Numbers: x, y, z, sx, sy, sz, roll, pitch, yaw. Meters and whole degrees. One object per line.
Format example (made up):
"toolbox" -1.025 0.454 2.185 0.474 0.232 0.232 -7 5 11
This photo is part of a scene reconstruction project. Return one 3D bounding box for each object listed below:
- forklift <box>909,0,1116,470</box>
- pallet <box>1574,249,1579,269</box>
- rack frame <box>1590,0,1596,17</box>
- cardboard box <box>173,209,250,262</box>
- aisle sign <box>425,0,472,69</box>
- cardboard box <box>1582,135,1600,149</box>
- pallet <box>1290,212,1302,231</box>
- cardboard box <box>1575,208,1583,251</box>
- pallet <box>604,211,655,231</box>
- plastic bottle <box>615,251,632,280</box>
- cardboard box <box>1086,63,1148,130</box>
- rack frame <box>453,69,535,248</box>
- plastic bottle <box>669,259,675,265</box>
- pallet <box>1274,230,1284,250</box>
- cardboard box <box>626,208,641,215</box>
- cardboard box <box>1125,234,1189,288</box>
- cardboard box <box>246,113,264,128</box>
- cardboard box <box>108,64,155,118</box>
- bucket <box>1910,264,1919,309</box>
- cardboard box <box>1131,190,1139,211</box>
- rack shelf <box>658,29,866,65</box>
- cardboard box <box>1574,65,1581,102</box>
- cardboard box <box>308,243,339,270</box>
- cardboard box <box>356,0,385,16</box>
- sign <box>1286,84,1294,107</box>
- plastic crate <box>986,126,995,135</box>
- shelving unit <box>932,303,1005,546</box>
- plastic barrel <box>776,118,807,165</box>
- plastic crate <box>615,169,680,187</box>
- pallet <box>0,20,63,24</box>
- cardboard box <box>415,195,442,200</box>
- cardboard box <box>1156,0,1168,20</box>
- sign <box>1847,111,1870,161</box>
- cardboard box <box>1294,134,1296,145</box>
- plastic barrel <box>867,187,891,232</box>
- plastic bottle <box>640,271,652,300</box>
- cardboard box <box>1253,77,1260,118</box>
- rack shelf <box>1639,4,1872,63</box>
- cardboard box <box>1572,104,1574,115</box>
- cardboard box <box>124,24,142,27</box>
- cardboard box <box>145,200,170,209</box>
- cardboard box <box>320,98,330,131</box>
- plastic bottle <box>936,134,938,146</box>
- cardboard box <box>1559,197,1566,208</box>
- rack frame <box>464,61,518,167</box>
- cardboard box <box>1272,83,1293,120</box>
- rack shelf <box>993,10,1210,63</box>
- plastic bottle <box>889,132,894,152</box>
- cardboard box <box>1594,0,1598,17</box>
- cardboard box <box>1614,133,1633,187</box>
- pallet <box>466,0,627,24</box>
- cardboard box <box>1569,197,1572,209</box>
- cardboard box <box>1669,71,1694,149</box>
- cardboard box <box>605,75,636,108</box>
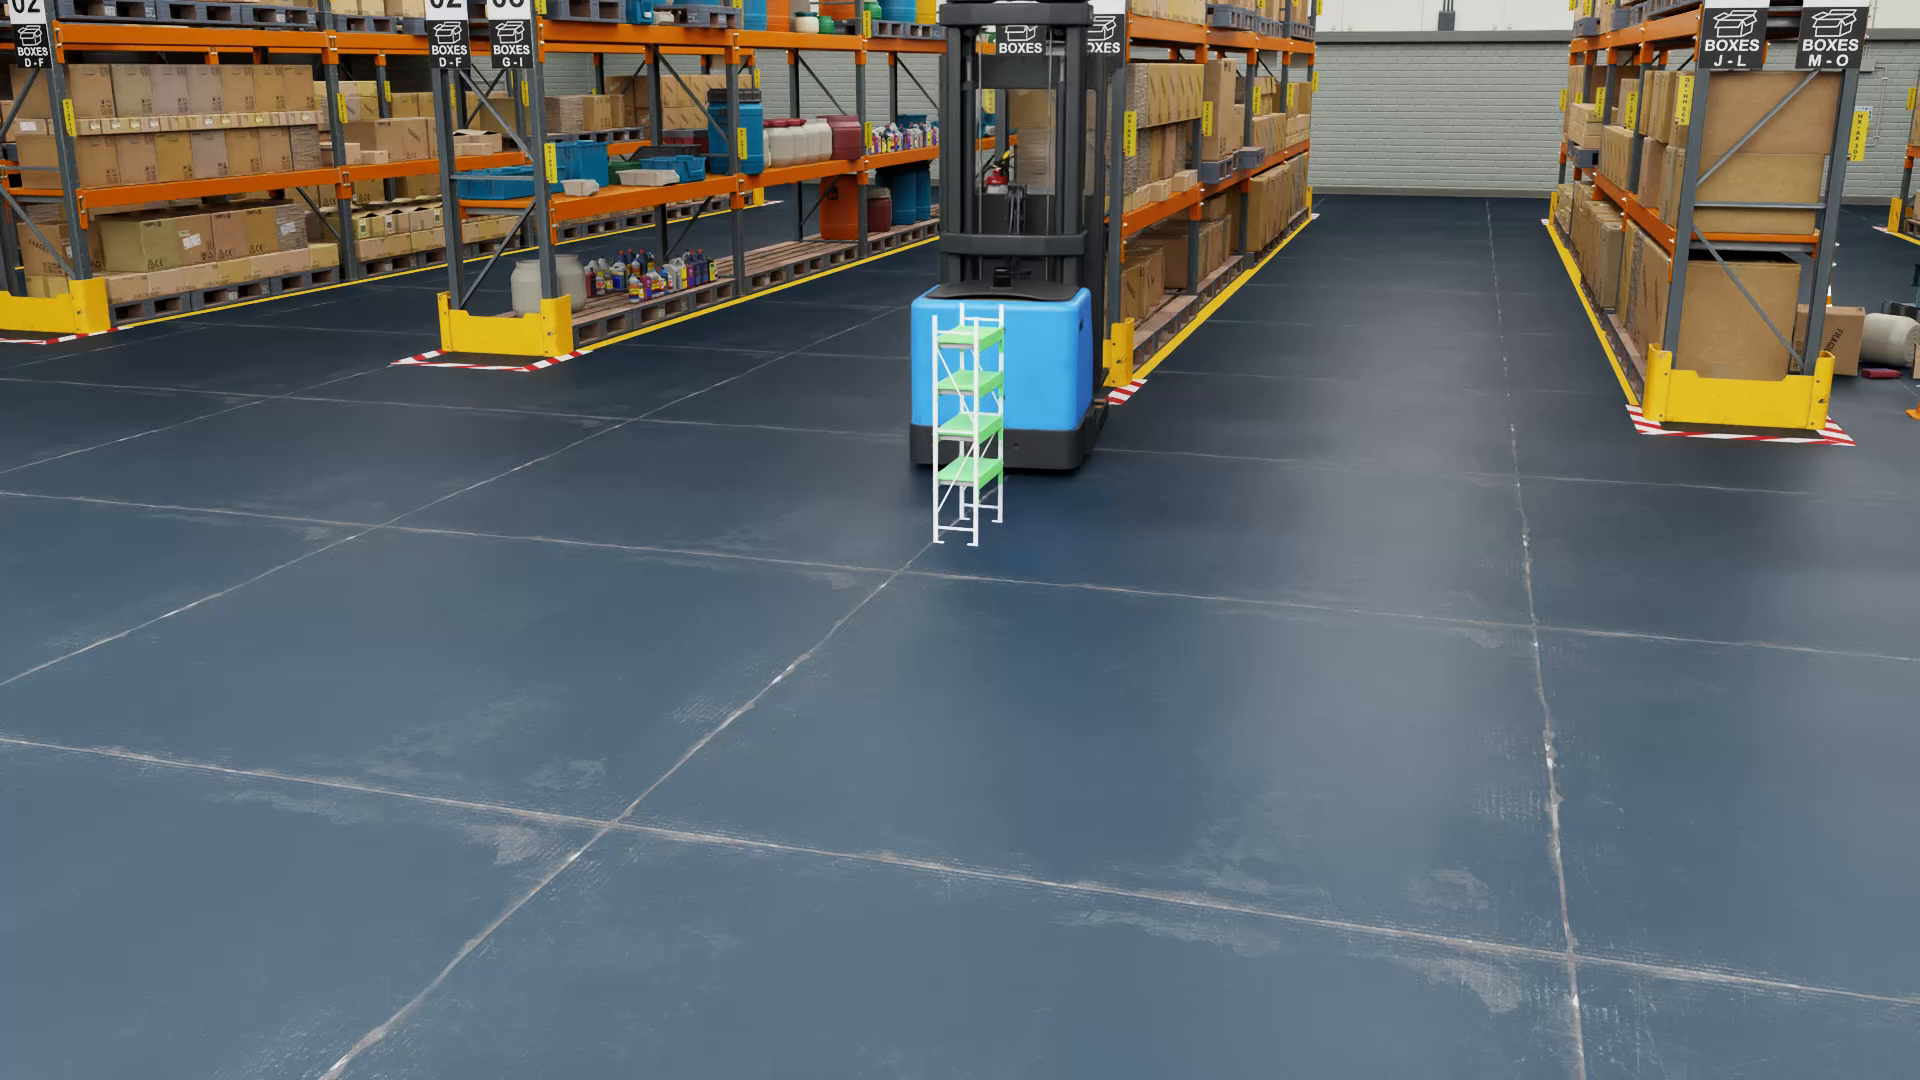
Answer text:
"forklift" 0.448 -2.193 11.191 1.130 2.935 3.031 3 16 9
"pallet" 8.338 -3.573 21.040 1.003 0.211 1.213 5 16 16
"rack frame" 8.902 -8.325 21.689 1.000 3.000 0.127 5 16 16
"cardboard box" -7.937 -3.235 17.632 0.500 0.500 0.500 5 16 16
"aisle sign" -4.289 -4.349 13.902 0.394 0.787 0.004 5 16 16
"cardboard box" 7.465 -4.638 19.375 0.380 0.149 0.250 5 17 17
"pallet" 4.811 -5.021 26.146 1.003 0.211 1.213 5 16 16
"cardboard box" 7.988 -3.859 20.750 0.500 0.500 0.500 4 16 13
"pallet" -5.516 -5.062 26.288 1.003 0.211 1.213 5 16 16
"plastic bottle" -3.528 -2.850 17.428 0.144 0.351 0.185 4 16 14
"cardboard box" 1.183 -3.505 13.130 0.500 0.500 0.500 5 16 16
"rack frame" -6.458 -5.572 22.979 1.000 3.000 0.127 5 16 16
"plastic bottle" -2.957 -2.806 17.411 0.152 0.276 0.135 5 16 16
"pallet" 4.028 -4.301 23.605 1.003 0.211 1.213 5 16 16
"cardboard box" -5.335 -5.348 25.962 0.500 0.500 0.500 5 16 16
"cardboard box" 2.097 -2.925 17.419 0.700 0.500 0.500 3 16 12
"cardboard box" -7.758 -4.532 17.940 0.380 0.149 0.250 5 16 16
"cardboard box" -8.427 -4.425 16.372 0.700 0.500 0.500 4 16 14
"bucket" 8.801 -2.288 14.612 0.726 0.611 0.620 11 9 35
"cardboard box" 1.250 -2.774 13.572 0.380 0.149 0.250 5 16 16
"rack shelf" -2.278 -5.761 19.465 1.077 0.370 4.000 5 16 16
"cardboard box" 8.918 -6.391 23.302 0.500 0.500 0.500 4 16 14
"cardboard box" -7.517 -3.267 19.120 0.500 0.250 0.500 5 16 16
"cardboard box" -7.257 -6.403 19.916 0.500 0.250 0.500 3 16 10
"sign" 4.698 -6.329 23.670 0.100 0.325 0.005 5 16 16
"plastic crate" 0.409 -6.880 27.963 0.396 0.136 0.243 5 16 16
"shelving unit" 0.047 -0.621 8.818 0.258 1.200 0.503 5 16 16
"plastic barrel" -2.033 -4.745 19.811 0.433 0.535 0.433 0 16 0
"plastic crate" -3.065 -3.570 16.401 0.530 0.136 0.437 5 16 16
"pallet" -12.068 -6.415 20.797 1.213 0.211 1.003 5 16 16
"cardboard box" -7.030 -4.469 22.331 0.500 0.311 0.500 4 16 14
"cardboard box" 1.435 -4.452 13.806 0.500 0.250 0.500 5 16 16
"sign" 6.022 -2.709 11.152 0.100 0.325 0.005 5 16 16
"cardboard box" 4.873 -6.054 25.137 0.380 0.149 0.250 4 16 15
"plastic barrel" -1.266 -4.654 23.390 0.600 0.588 0.708 5 16 16
"plastic bottle" -3.088 -2.507 16.344 0.061 0.283 0.133 5 17 17
"cardboard box" 3.450 -5.694 21.387 0.797 0.503 0.637 5 17 17
"rack shelf" 6.060 -3.919 12.972 1.077 0.370 4.000 5 16 16
"cardboard box" 8.276 -5.665 21.906 0.380 0.149 0.250 5 17 17
"cardboard box" -11.666 -7.126 22.733 0.797 0.503 0.637 7 17 24
"cardboard box" -11.621 -4.647 23.489 0.700 0.500 0.500 5 16 16
"cardboard box" -10.248 -6.798 26.533 0.500 0.500 0.500 5 16 16
"plastic bottle" -0.382 -5.978 24.771 0.097 0.201 0.097 0 16 0
"cardboard box" 9.350 -5.145 25.381 0.380 0.149 0.250 5 17 18
"rack frame" -8.935 -8.049 31.709 1.000 3.000 0.127 5 16 16
"cardboard box" 4.557 -6.387 24.206 0.500 0.500 0.500 5 16 16
"rack shelf" 1.334 -4.331 14.421 1.077 0.370 4.000 5 16 16
"plastic bottle" -0.955 -5.484 22.901 0.097 0.271 0.097 0 16 0
"cardboard box" 8.689 -7.041 21.707 0.700 0.500 0.500 5 16 16
"cardboard box" 6.664 -3.683 16.135 0.500 0.500 0.500 4 16 15
"pallet" -3.655 -4.655 14.595 1.003 0.211 1.213 5 16 16
"cardboard box" 8.788 -4.739 23.404 0.380 0.149 0.250 5 17 17
"cardboard box" 5.702 -3.136 12.135 0.875 0.550 0.550 5 16 16
"cardboard box" -5.426 -7.300 27.055 0.500 0.500 0.500 5 17 16
